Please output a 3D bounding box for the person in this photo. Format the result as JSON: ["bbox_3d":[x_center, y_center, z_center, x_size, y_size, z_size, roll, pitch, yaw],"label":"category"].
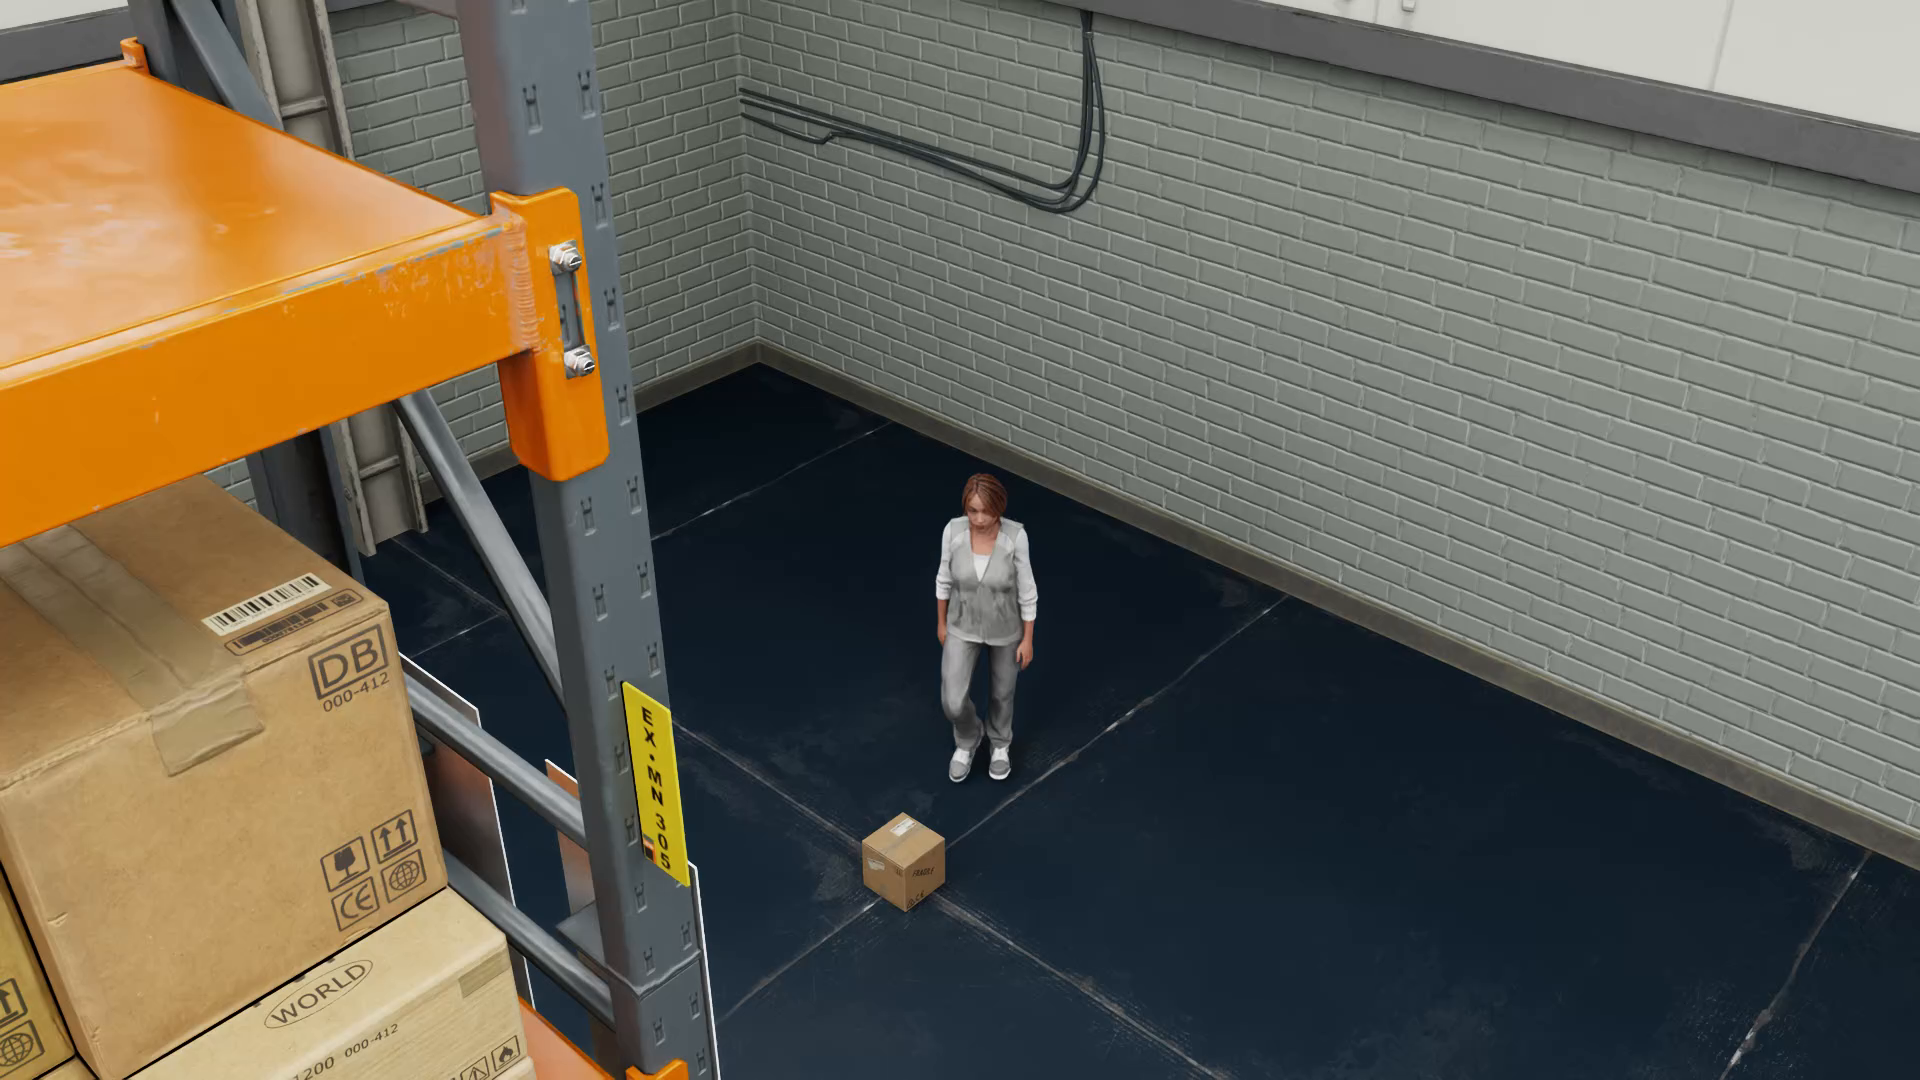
[{"bbox_3d":[0.115,0.407,7.292,0.445,1.590,0.447,1,32,2],"label":"person"}]
